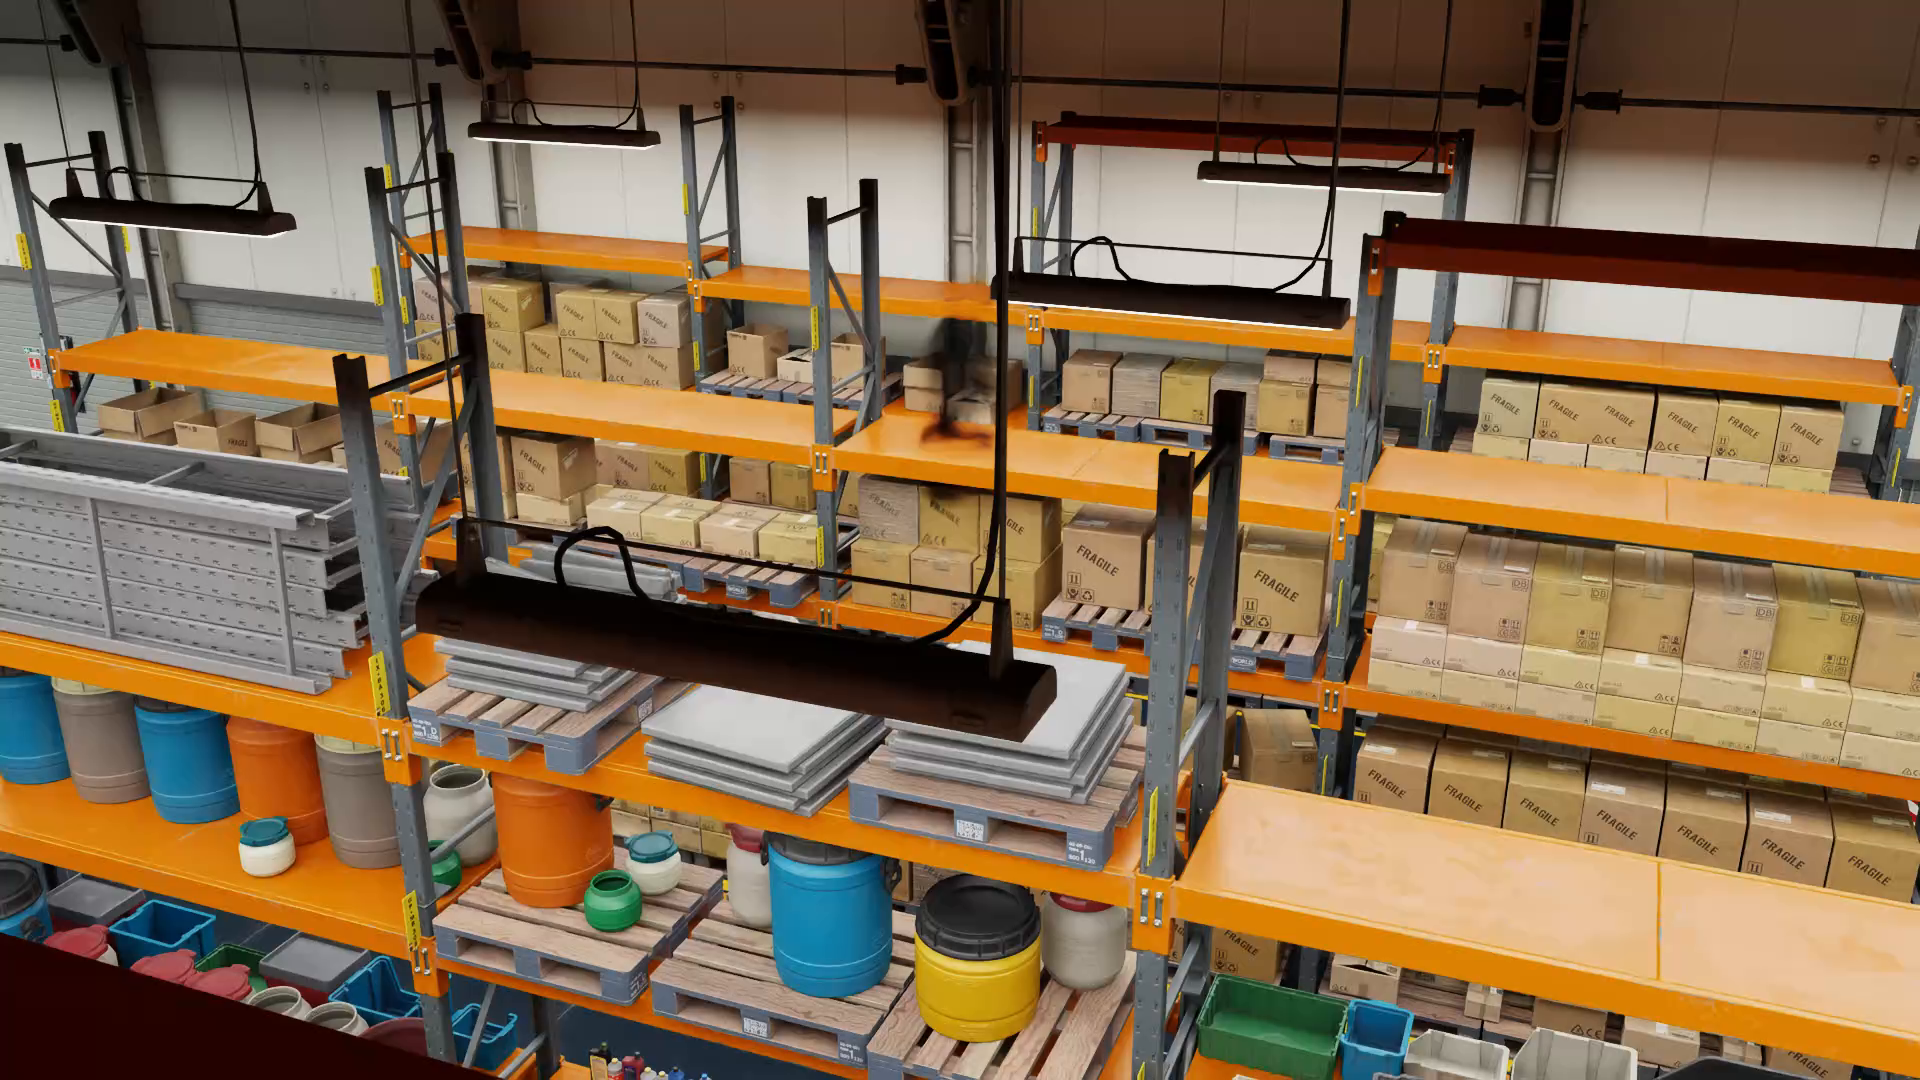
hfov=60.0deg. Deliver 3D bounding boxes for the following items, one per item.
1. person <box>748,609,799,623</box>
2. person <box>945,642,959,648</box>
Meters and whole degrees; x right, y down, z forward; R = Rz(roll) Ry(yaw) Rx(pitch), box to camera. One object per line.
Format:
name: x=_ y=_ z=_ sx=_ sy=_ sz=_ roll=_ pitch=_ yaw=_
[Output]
person: x=-1.958 y=1.043 z=17.458 sx=0.890 sy=1.572 sz=0.694 roll=-1 pitch=21 yaw=-2
person: x=0.031 y=1.483 z=16.073 sx=0.778 sy=1.759 sz=0.681 roll=8 pitch=22 yaw=20
